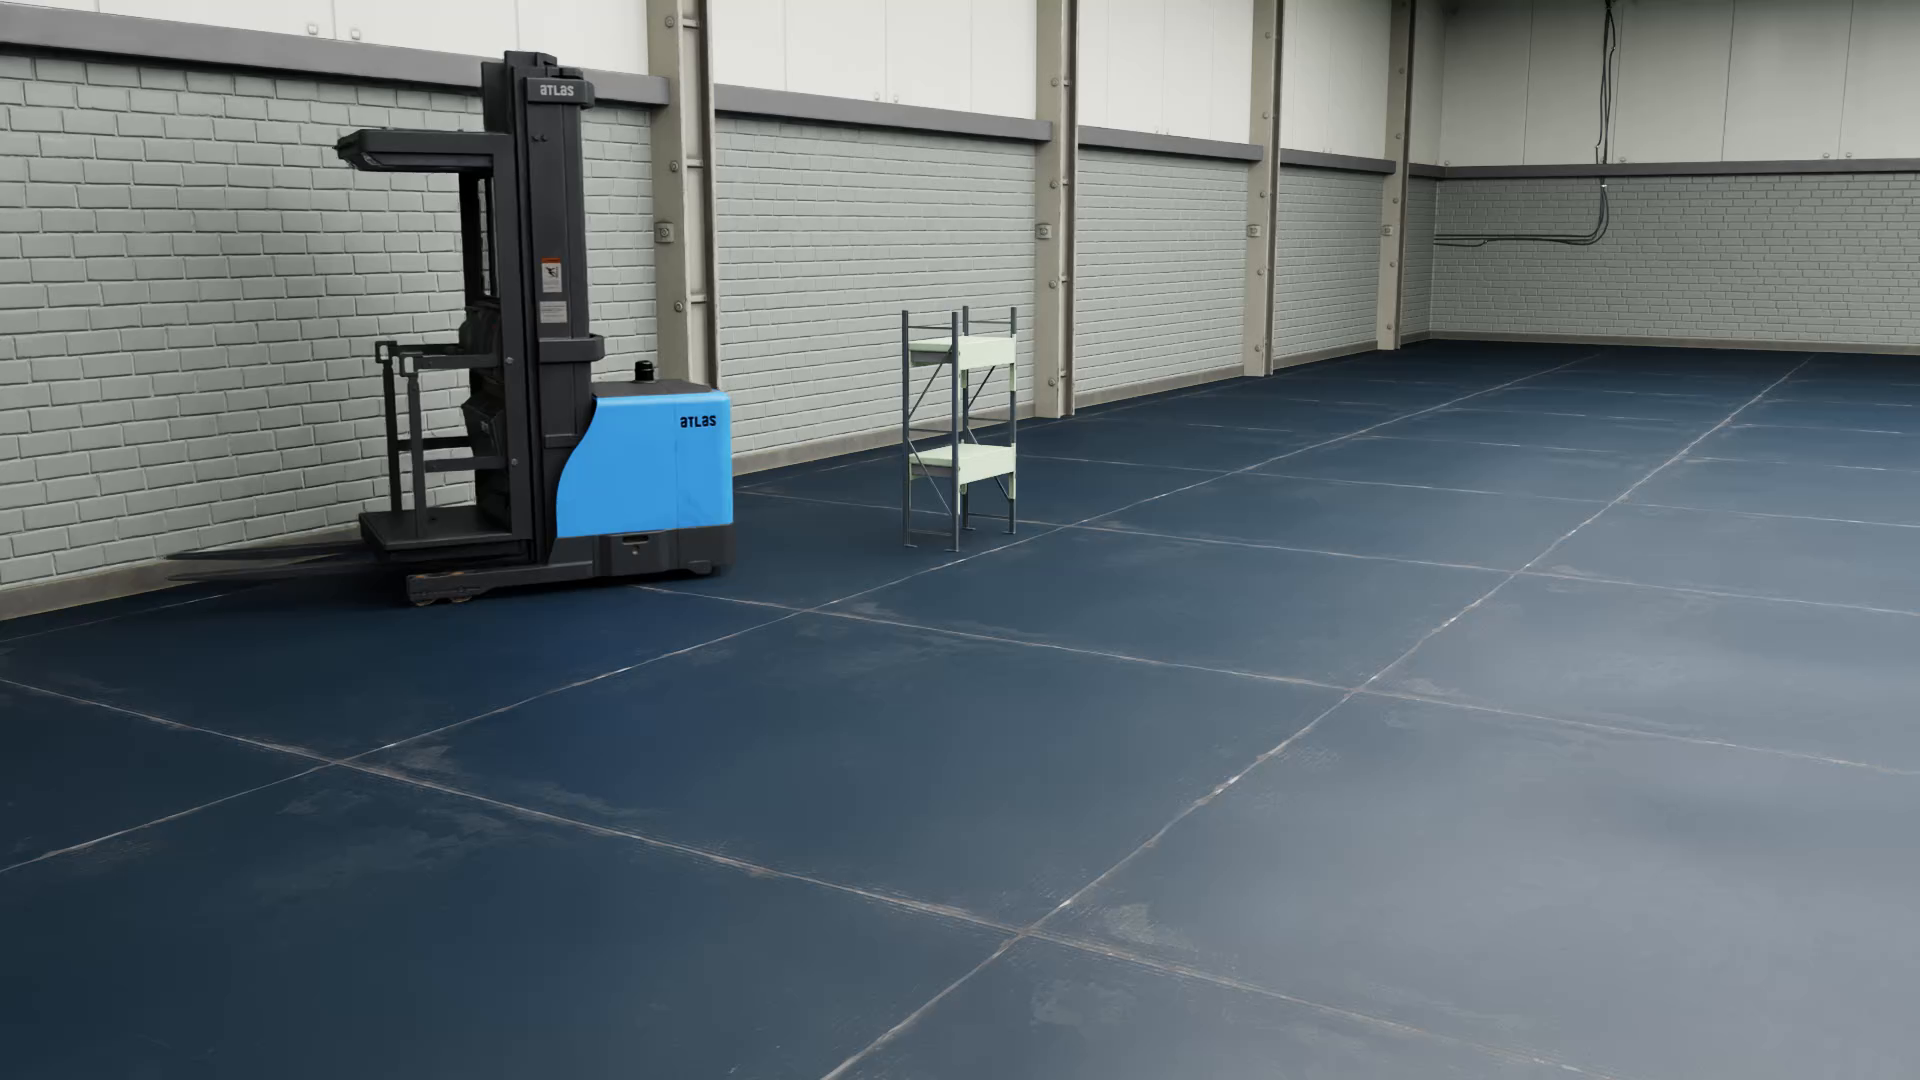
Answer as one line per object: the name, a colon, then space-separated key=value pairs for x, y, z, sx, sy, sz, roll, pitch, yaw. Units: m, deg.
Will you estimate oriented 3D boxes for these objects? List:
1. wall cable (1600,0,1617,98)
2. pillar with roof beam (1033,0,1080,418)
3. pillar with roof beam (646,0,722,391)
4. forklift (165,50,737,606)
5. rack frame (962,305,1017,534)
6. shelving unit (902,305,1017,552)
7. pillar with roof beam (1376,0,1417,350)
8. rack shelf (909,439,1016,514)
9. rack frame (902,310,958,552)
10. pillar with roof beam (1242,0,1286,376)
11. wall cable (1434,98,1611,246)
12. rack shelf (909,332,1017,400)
wall cable: x=12.223 y=-8.700 z=27.600 sx=3.097 sy=2.526 sz=0.112 roll=6 pitch=12 yaw=31
pillar with roof beam: x=4.700 y=-5.367 z=15.081 sx=9.100 sy=9.000 sz=0.400 roll=6 pitch=12 yaw=31
pillar with roof beam: x=1.585 y=-4.423 z=10.041 sx=9.100 sy=9.000 sz=0.400 roll=6 pitch=12 yaw=31
forklift: x=-2.871 y=-1.196 z=9.291 sx=3.031 sy=2.935 sz=1.130 roll=-5 pitch=12 yaw=-26
rack frame: x=0.193 y=-0.796 z=11.044 sx=0.400 sy=1.500 sz=0.023 roll=6 pitch=12 yaw=31
shelving unit: x=0.003 y=-0.738 z=10.736 sx=0.431 sy=1.500 sz=0.755 roll=6 pitch=12 yaw=31
pillar with roof beam: x=10.930 y=-7.254 z=25.162 sx=9.100 sy=9.000 sz=0.400 roll=6 pitch=12 yaw=31
rack shelf: x=0.003 y=-0.418 z=10.796 sx=0.431 sy=0.370 sz=0.720 roll=6 pitch=12 yaw=31
rack frame: x=-0.187 y=-0.681 z=10.429 sx=0.400 sy=1.500 sz=0.023 roll=6 pitch=12 yaw=31
pillar with roof beam: x=7.815 y=-6.310 z=20.122 sx=9.100 sy=9.000 sz=0.400 roll=6 pitch=12 yaw=31
wall cable: x=9.911 y=-6.476 z=29.445 sx=3.097 sy=2.526 sz=0.112 roll=6 pitch=12 yaw=31
rack shelf: x=0.003 y=-1.122 z=10.664 sx=0.431 sy=0.370 sz=0.720 roll=6 pitch=12 yaw=31
